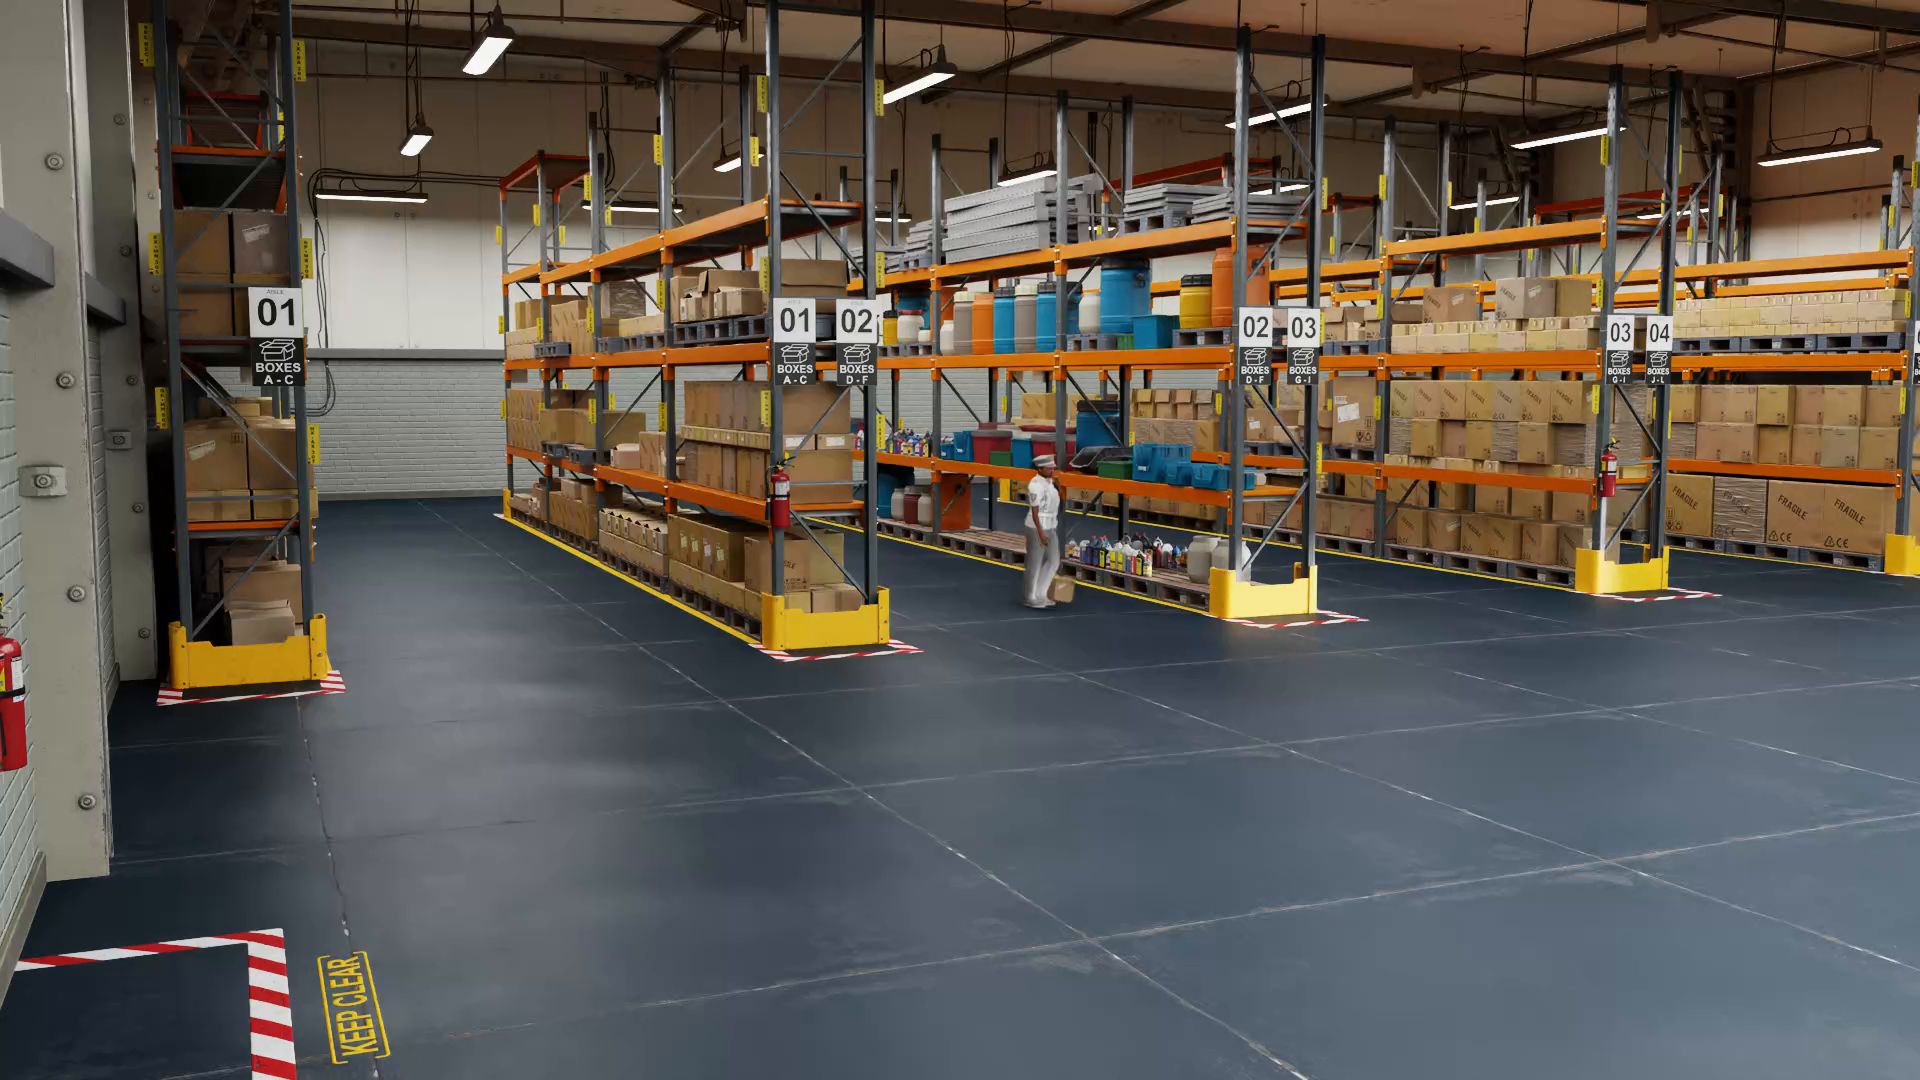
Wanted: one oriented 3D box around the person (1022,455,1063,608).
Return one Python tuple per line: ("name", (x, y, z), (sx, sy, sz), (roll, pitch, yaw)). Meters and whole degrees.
("person", (0.894, -0.094, 17.978), (0.392, 1.671, 0.523), (3, 6, 31))
